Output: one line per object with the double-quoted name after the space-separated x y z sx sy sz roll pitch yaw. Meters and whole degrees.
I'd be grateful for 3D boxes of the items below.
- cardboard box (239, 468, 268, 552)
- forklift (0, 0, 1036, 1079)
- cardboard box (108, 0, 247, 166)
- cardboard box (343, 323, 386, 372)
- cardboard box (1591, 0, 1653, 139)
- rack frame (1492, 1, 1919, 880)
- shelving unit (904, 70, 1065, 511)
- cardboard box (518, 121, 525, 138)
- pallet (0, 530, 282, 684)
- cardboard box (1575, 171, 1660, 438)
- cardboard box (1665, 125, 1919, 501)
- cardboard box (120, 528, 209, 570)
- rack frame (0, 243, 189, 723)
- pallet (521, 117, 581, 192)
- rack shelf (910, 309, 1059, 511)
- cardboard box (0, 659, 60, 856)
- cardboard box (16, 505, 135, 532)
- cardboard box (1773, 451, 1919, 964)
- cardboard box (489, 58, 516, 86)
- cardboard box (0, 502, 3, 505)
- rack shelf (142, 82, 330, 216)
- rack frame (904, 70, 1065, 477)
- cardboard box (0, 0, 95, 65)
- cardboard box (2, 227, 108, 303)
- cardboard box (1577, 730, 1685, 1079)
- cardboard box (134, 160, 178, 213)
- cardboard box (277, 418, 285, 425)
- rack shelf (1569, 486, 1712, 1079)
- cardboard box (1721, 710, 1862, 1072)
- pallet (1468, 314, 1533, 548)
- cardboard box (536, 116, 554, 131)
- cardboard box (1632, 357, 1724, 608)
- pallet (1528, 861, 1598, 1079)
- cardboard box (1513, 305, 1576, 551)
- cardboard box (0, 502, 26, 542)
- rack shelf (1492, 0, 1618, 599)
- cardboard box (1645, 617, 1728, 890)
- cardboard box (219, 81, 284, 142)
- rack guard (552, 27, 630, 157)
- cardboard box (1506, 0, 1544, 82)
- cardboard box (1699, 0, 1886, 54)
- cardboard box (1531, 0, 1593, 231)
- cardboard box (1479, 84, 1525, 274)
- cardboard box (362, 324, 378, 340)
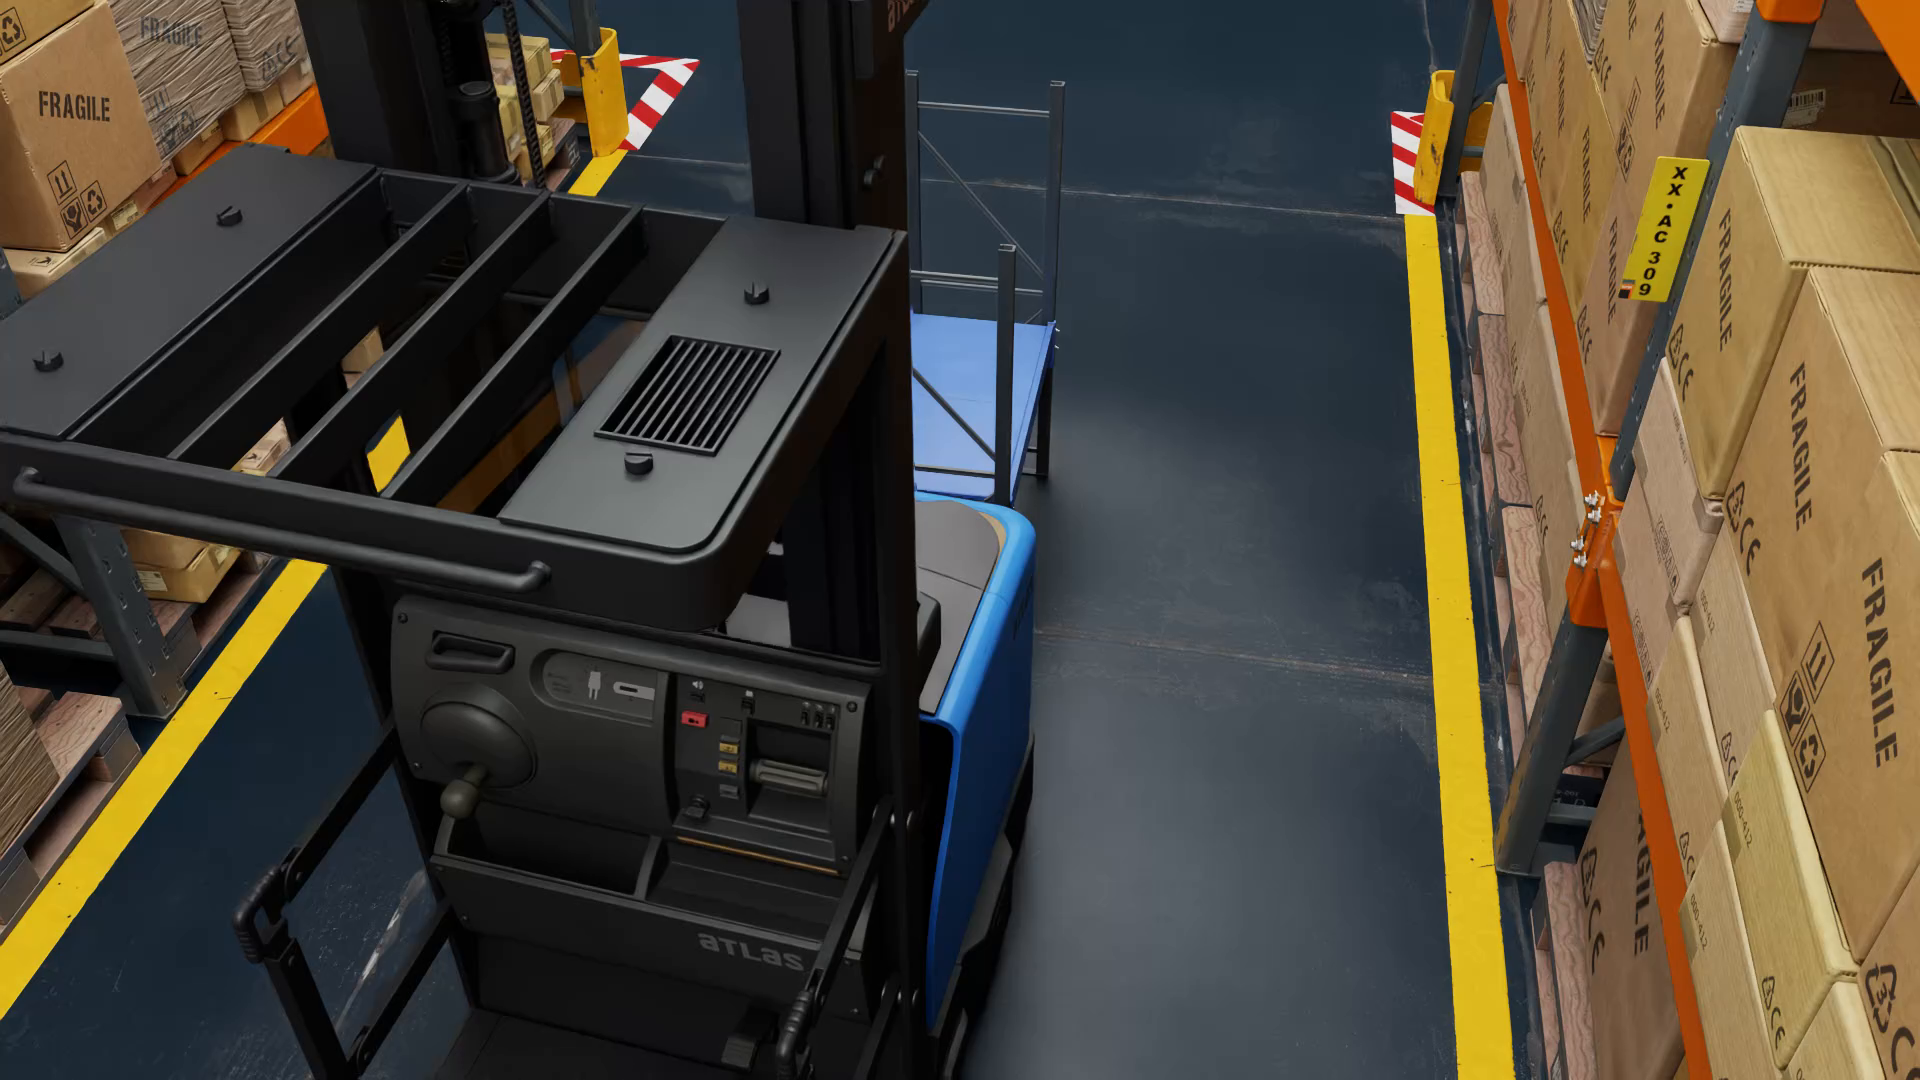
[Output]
-2.475 -0.117 5.445 0.380 0.149 0.250 8 40 9 "cardboard box"
-0.676 0.447 2.910 1.130 2.935 3.031 10 41 12 "forklift"
-2.488 -1.441 4.827 0.500 0.500 0.500 6 40 8 "cardboard box"
-2.336 -0.769 6.233 0.380 0.149 0.250 5 40 6 "cardboard box"
1.898 -1.279 4.080 0.500 0.500 0.500 6 40 7 "cardboard box"
1.993 -0.211 3.651 1.000 3.000 0.127 6 40 8 "rack frame"
-0.015 -0.524 5.207 0.538 1.500 1.048 6 40 8 "shelving unit"
-2.117 -1.861 7.321 0.380 0.149 0.250 6 40 7 "cardboard box"
-2.819 -0.044 5.638 1.003 0.211 1.213 6 40 8 "pallet"
1.821 -0.569 4.006 0.500 0.500 0.500 7 40 8 "cardboard box"
1.633 -0.391 3.005 0.500 0.500 0.500 7 40 8 "cardboard box"
-2.522 -0.064 5.147 0.380 0.149 0.250 8 40 10 "cardboard box"
-2.900 -0.694 4.235 1.000 3.000 0.127 6 40 8 "rack frame"
-2.397 -1.576 7.490 1.003 0.211 1.213 6 40 8 "pallet"
-0.015 -0.386 5.322 0.538 0.185 1.000 6 40 8 "rack shelf"
-2.780 0.600 4.302 0.500 0.500 0.500 6 40 7 "cardboard box"
-2.637 -0.179 5.054 0.380 0.149 0.250 8 40 9 "cardboard box"
1.483 0.246 2.235 0.500 0.500 0.500 5 40 7 "cardboard box"
-2.150 -1.985 7.237 0.380 0.149 0.250 7 40 9 "cardboard box"
-3.095 -0.238 5.125 0.380 0.149 0.250 7 40 9 "cardboard box"
-2.554 -1.671 5.982 1.077 0.370 4.000 6 40 8 "rack shelf"
0.073 -0.844 5.593 0.500 1.500 0.032 6 40 8 "rack frame"
-2.582 -1.488 4.100 0.500 0.500 0.500 7 40 9 "cardboard box"
-2.529 -0.738 4.486 0.380 0.149 0.250 8 40 9 "cardboard box"
1.964 0.844 3.713 0.875 0.875 0.875 8 40 9 "cardboard box"
-2.563 -1.082 4.902 0.380 0.149 0.250 5 40 6 "cardboard box"
-2.488 -0.443 5.840 0.380 0.149 0.250 6 40 7 "cardboard box"
1.647 1.321 2.362 1.077 0.370 4.000 6 40 8 "rack shelf"
1.463 0.543 2.464 0.500 0.250 0.500 7 40 8 "cardboard box"
2.410 -0.373 6.035 1.003 0.211 1.213 6 40 8 "pallet"
-2.094 -1.914 7.618 0.380 0.149 0.250 7 40 8 "cardboard box"
1.639 -0.101 3.243 0.500 0.250 0.500 5 40 6 "cardboard box"
1.933 1.356 3.944 1.003 0.211 1.213 6 40 8 "pallet"
2.361 -0.330 5.476 0.875 0.438 0.875 5 40 6 "cardboard box"
-3.159 -0.104 5.196 0.380 0.149 0.250 7 40 9 "cardboard box"
2.339 -1.189 5.399 1.077 0.370 4.000 6 40 8 "rack shelf"
1.568 0.419 3.007 0.500 0.250 0.500 5 40 7 "cardboard box"
-2.402 -1.403 5.290 0.380 0.149 0.250 7 40 8 "cardboard box"
-2.221 -2.193 8.010 1.175 0.500 0.348 6 40 8 "rack guard"
2.153 -1.853 5.558 0.500 0.500 0.500 6 40 7 "cardboard box"
1.732 -1.113 3.370 0.380 0.149 0.250 6 40 7 "cardboard box"
1.977 -1.210 4.781 0.500 0.500 0.500 6 40 7 "cardboard box"
2.669 -1.471 6.856 0.875 0.438 0.875 5 40 6 "cardboard box"
-2.334 -0.880 6.134 0.380 0.149 0.250 6 40 7 "cardboard box"
